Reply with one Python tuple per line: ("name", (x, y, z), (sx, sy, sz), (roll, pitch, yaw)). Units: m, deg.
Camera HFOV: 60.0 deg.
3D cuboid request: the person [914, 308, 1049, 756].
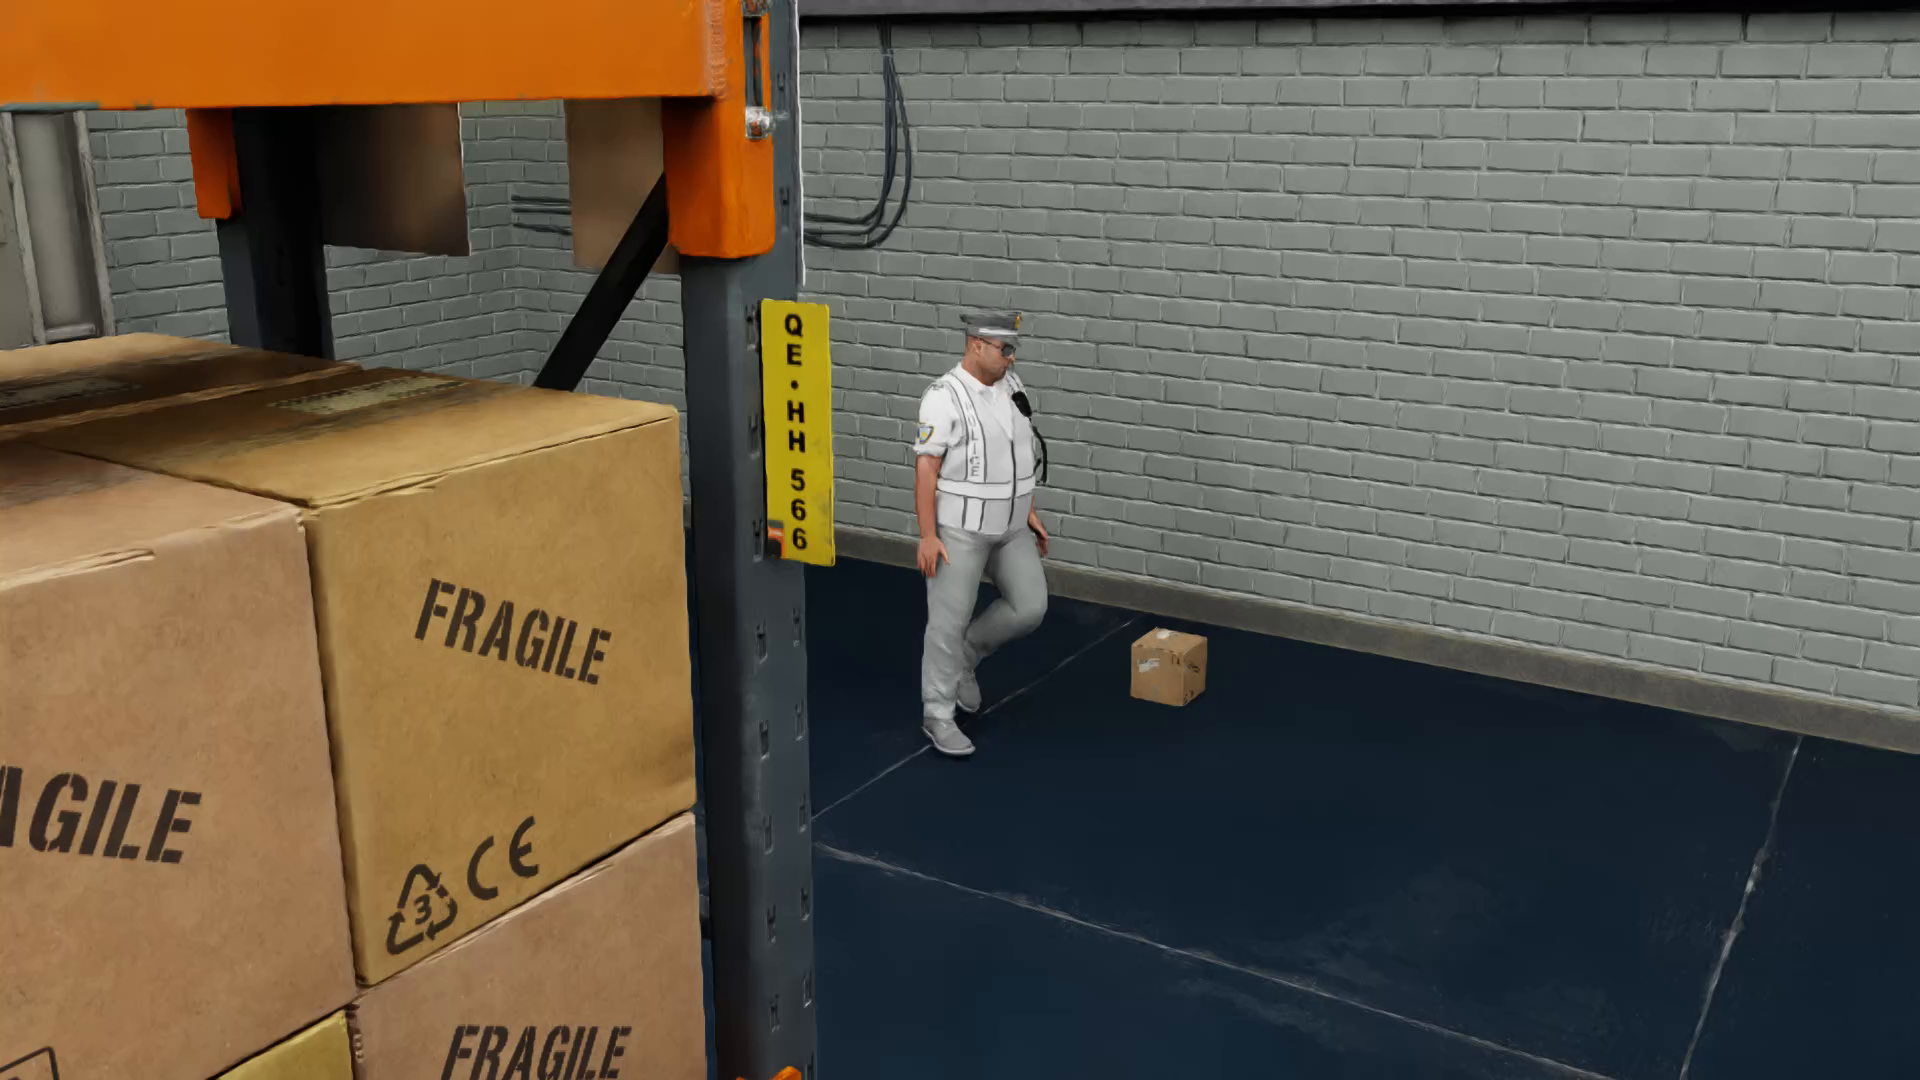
("person", (0.049, -0.069, 6.715), (0.614, 1.741, 0.512), (-14, 21, -41))
